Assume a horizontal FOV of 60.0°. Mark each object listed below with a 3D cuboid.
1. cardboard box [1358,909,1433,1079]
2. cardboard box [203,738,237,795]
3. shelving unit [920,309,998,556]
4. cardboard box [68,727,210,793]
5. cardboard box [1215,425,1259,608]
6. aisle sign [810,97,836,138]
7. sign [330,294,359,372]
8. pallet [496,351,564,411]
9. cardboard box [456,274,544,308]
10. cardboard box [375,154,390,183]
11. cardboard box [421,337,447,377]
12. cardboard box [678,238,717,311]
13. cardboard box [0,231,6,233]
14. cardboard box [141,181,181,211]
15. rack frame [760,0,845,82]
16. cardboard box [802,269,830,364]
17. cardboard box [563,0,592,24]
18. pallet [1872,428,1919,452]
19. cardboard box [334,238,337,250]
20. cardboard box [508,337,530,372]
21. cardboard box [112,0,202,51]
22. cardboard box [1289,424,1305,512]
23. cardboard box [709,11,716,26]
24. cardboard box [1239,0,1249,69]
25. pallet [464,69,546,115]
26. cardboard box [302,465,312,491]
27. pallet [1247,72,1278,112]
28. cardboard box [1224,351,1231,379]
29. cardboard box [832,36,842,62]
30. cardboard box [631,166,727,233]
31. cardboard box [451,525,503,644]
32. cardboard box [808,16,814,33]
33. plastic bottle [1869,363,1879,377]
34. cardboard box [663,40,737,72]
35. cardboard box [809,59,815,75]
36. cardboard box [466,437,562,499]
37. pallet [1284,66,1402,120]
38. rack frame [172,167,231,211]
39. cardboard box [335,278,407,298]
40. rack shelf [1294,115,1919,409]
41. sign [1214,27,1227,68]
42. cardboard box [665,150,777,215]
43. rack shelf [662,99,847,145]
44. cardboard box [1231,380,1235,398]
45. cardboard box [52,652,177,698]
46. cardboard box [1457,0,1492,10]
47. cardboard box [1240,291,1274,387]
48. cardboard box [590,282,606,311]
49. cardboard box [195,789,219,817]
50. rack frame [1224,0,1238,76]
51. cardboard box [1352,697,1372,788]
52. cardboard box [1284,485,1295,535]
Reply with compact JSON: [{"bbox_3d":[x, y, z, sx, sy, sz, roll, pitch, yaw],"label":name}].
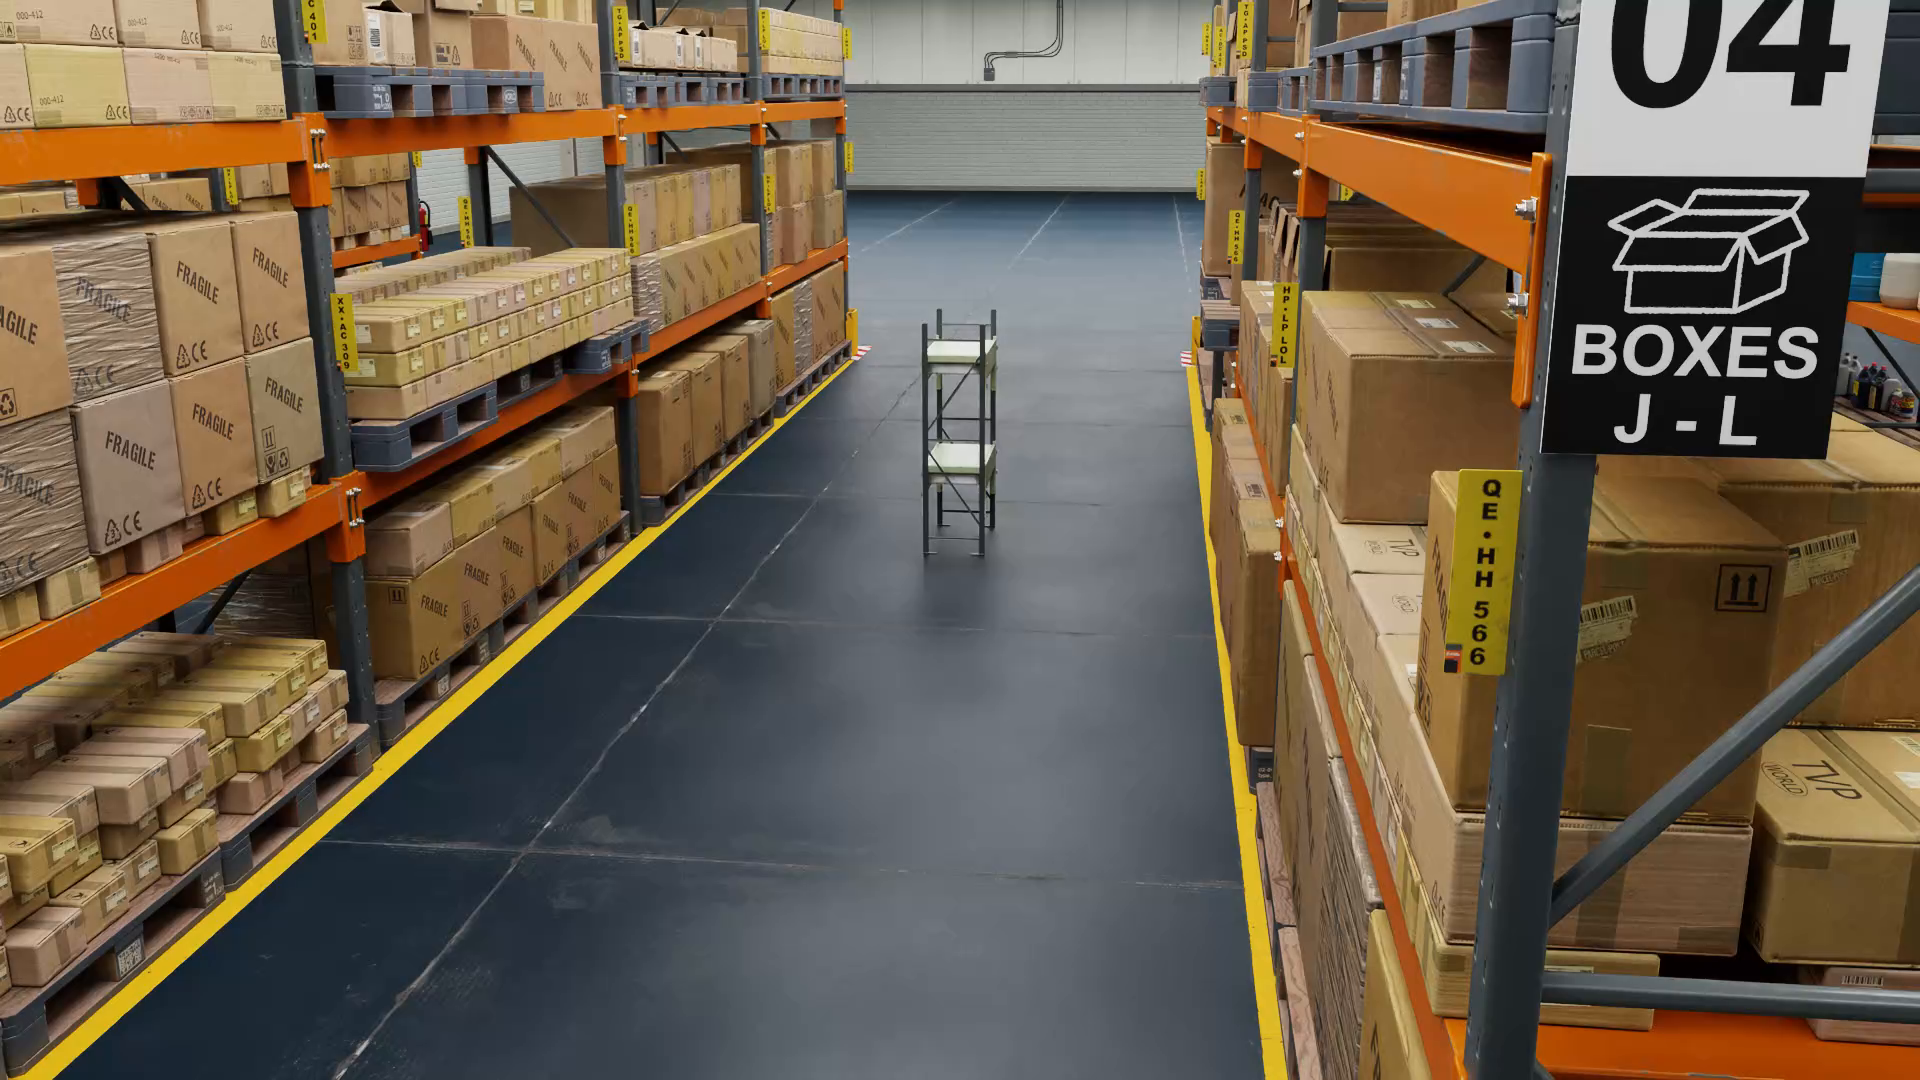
[{"bbox_3d":[1.335,1.399,3.506,0.875,0.875,0.875,2,15,6],"label":"cardboard box"},{"bbox_3d":[-2.999,0.859,6.327,0.380,0.149,0.250,2,15,7],"label":"cardboard box"},{"bbox_3d":[0.001,-0.726,10.973,0.431,1.500,0.755,2,15,6],"label":"shelving unit"},{"bbox_3d":[-2.961,0.792,6.006,0.380,0.149,0.250,1,15,4],"label":"cardboard box"},{"bbox_3d":[2.038,-0.098,9.043,1.225,0.875,0.875,2,15,6],"label":"cardboard box"},{"bbox_3d":[-1.463,-4.842,18.341,0.394,0.787,0.004,2,15,6],"label":"aisle sign"},{"bbox_3d":[-2.583,-0.869,6.970,0.100,0.325,0.005,2,15,6],"label":"sign"},{"bbox_3d":[-2.854,-0.895,9.093,1.003,0.211,1.213,2,15,6],"label":"pallet"},{"bbox_3d":[-2.450,-1.328,8.862,0.380,0.149,0.250,2,15,8],"label":"cardboard box"},{"bbox_3d":[-6.604,-4.101,17.906,0.700,0.500,0.500,2,15,7],"label":"cardboard box"},{"bbox_3d":[-2.594,-0.846,7.651,0.380,0.149,0.250,1,15,5],"label":"cardboard box"},{"bbox_3d":[-2.182,-2.051,12.809,0.500,0.500,0.500,2,15,6],"label":"cardboard box"},{"bbox_3d":[-3.547,-0.765,5.567,0.500,0.500,0.500,2,15,7],"label":"cardboard box"},{"bbox_3d":[-7.029,-2.799,14.200,0.500,0.500,0.500,2,15,7],"label":"cardboard box"},{"bbox_3d":[-1.769,-6.473,17.862,1.000,3.000,0.127,2,15,6],"label":"rack frame"},{"bbox_3d":[-1.877,-2.348,17.366,0.875,0.875,0.875,1,15,5],"label":"cardboard box"},{"bbox_3d":[-2.459,-3.256,10.051,0.396,0.266,0.258,2,15,6],"label":"cardboard box"},{"bbox_3d":[7.568,-0.671,13.238,1.003,0.211,1.213,2,15,6],"label":"pallet"},{"bbox_3d":[-6.720,-3.076,17.274,0.380,0.149,0.250,2,15,6],"label":"cardboard box"},{"bbox_3d":[-2.480,-0.974,8.694,0.380,0.149,0.250,1,15,5],"label":"cardboard box"},{"bbox_3d":[-2.993,-1.820,5.729,0.500,0.250,0.500,1,15,4],"label":"cardboard box"},{"bbox_3d":[1.481,-0.250,6.056,0.500,0.250,0.500,1,15,5],"label":"cardboard box"},{"bbox_3d":[-2.438,-4.737,15.146,0.380,0.149,0.250,2,15,6],"label":"cardboard box"},{"bbox_3d":[2.098,-3.332,10.842,0.500,0.500,0.500,2,15,6],"label":"cardboard box"},{"bbox_3d":[-2.834,-2.248,8.343,1.213,0.211,1.003,2,15,6],"label":"pallet"},{"bbox_3d":[-2.923,-0.263,6.868,0.380,0.149,0.250,2,15,6],"label":"cardboard box"},{"bbox_3d":[2.225,-2.518,9.344,1.213,0.211,1.003,2,15,9],"label":"pallet"},{"bbox_3d":[2.831,-1.778,15.976,0.500,0.500,0.500,0,15,1],"label":"cardboard box"},{"bbox_3d":[-1.547,-5.212,17.666,0.500,0.250,0.500,2,15,7],"label":"cardboard box"},{"bbox_3d":[-2.327,-2.808,13.694,0.700,0.500,0.500,1,15,5],"label":"cardboard box"},{"bbox_3d":[-2.718,0.218,8.594,0.500,0.500,0.500,2,15,9],"label":"cardboard box"},{"bbox_3d":[-1.642,-5.047,16.291,0.380,0.149,0.250,2,15,7],"label":"cardboard box"},{"bbox_3d":[8.143,-1.401,14.830,0.144,0.351,0.185,1,15,4],"label":"plastic bottle"},{"bbox_3d":[-2.141,-3.978,13.673,0.500,0.250,0.500,2,15,7],"label":"cardboard box"},{"bbox_3d":[-1.642,-4.663,16.400,0.380,0.149,0.250,2,15,7],"label":"cardboard box"},{"bbox_3d":[-2.607,-0.413,9.489,0.500,0.250,0.500,2,15,8],"label":"cardboard box"},{"bbox_3d":[1.848,-1.887,7.016,0.805,0.209,1.217,1,15,4],"label":"pallet"},{"bbox_3d":[-7.150,-2.659,15.250,1.000,3.000,0.127,2,15,6],"label":"rack frame"},{"bbox_3d":[-3.124,-1.281,8.692,0.380,0.149,0.250,1,15,4],"label":"cardboard box"},{"bbox_3d":[1.568,-0.875,4.282,1.077,0.370,4.000,2,15,6],"label":"rack shelf"},{"bbox_3d":[2.157,-4.079,13.764,0.100,0.325,0.005,2,15,6],"label":"sign"},{"bbox_3d":[-2.144,-3.228,14.998,0.875,0.550,0.550,2,15,6],"label":"cardboard box"},{"bbox_3d":[-1.995,-4.159,16.429,1.077,0.370,4.000,2,15,6],"label":"rack shelf"},{"bbox_3d":[2.471,-0.946,12.861,0.700,0.500,0.500,0,15,1],"label":"cardboard box"},{"bbox_3d":[-3.458,0.574,6.809,0.380,0.149,0.250,2,15,9],"label":"cardboard box"},{"bbox_3d":[1.541,-1.417,3.721,0.700,0.500,0.500,1,15,2],"label":"cardboard box"},{"bbox_3d":[1.864,-1.126,9.390,0.500,0.500,0.500,1,15,5],"label":"cardboard box"},{"bbox_3d":[-2.330,-1.448,9.878,0.380,0.149,0.250,2,15,8],"label":"cardboard box"},{"bbox_3d":[-3.057,1.020,6.299,0.380,0.149,0.250,1,15,5],"label":"cardboard box"},{"bbox_3d":[2.697,-5.263,13.388,1.000,3.000,0.127,2,15,6],"label":"rack frame"},{"bbox_3d":[1.169,0.499,4.051,0.380,0.149,0.250,1,15,5],"label":"cardboard box"},{"bbox_3d":[1.430,-0.104,6.283,0.380,0.149,0.250,2,15,6],"label":"cardboard box"}]
